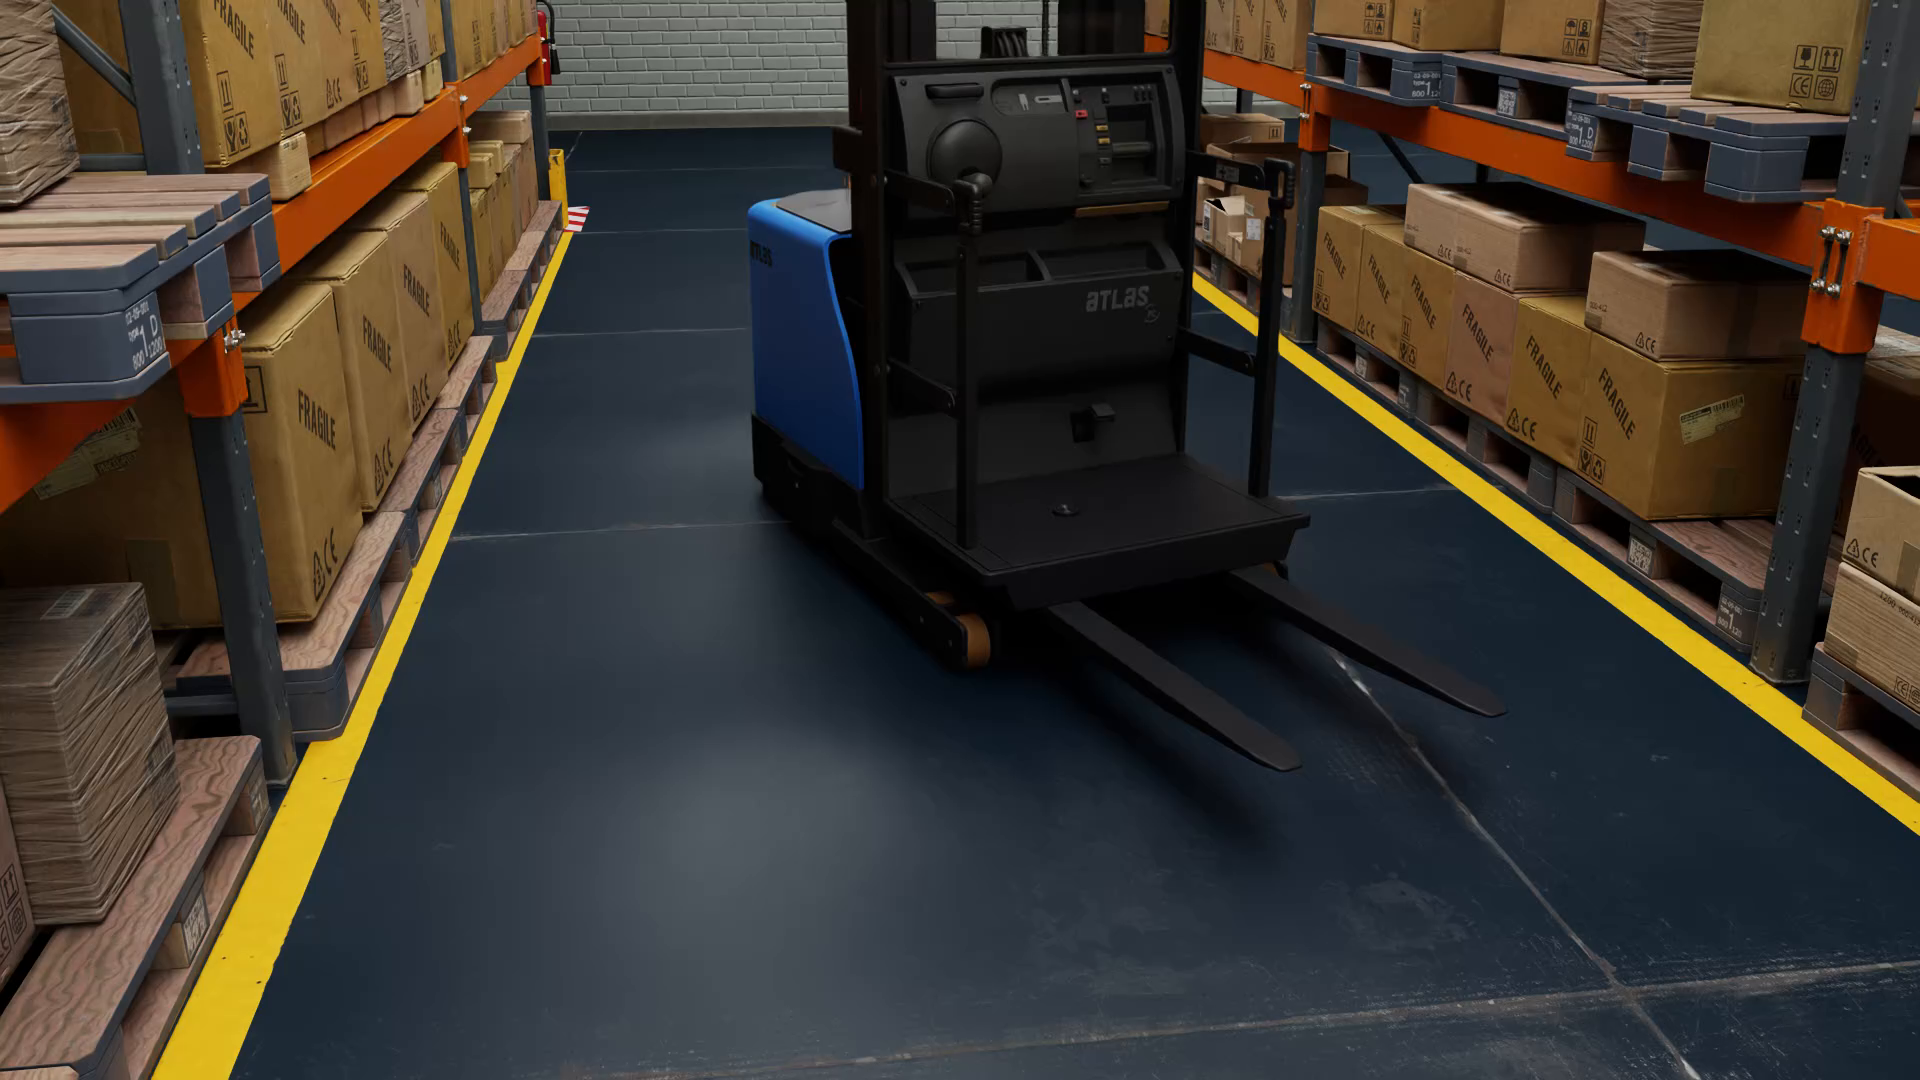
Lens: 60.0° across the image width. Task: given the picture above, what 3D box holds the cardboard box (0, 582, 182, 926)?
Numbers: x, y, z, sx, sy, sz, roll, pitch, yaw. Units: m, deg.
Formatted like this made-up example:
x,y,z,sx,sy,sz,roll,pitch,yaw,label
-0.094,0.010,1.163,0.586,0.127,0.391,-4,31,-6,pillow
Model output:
x,y,z,sx,sy,sz,roll,pitch,yaw,label
-2.000,0.421,3.247,0.700,0.500,0.500,-3,21,-7,cardboard box

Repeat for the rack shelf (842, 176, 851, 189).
x,y,z,sx,sy,sz,roll,pitch,yaw,label
-0.326,-1.323,6.419,0.258,0.148,0.480,-1,21,-3,rack shelf

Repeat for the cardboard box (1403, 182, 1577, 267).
x,y,z,sx,sy,sz,roll,pitch,yaw,label
2.142,-1.287,6.748,0.500,0.250,0.500,-3,21,-8,cardboard box

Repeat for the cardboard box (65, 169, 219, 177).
x,y,z,sx,sy,sz,roll,pitch,yaw,label
-1.974,-0.808,3.924,0.380,0.149,0.250,-3,21,-9,cardboard box

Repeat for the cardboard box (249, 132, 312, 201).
x,y,z,sx,sy,sz,roll,pitch,yaw,label
-1.956,-0.992,4.416,0.380,0.149,0.250,-2,21,-6,cardboard box

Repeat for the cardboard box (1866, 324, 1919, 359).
x,y,z,sx,sy,sz,roll,pitch,yaw,label
2.882,-0.430,5.525,0.500,0.500,0.500,-4,21,-10,cardboard box

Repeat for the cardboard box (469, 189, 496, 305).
x,y,z,sx,sy,sz,roll,pitch,yaw,label
-2.738,-1.466,8.326,0.700,0.500,0.500,-3,21,-7,cardboard box

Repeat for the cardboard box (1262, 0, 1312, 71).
x,y,z,sx,sy,sz,roll,pitch,yaw,label
1.844,-2.634,8.339,0.500,0.500,0.500,-3,21,-7,cardboard box

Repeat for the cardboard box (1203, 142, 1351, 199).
x,y,z,sx,sy,sz,roll,pitch,yaw,label
1.894,-2.114,10.028,0.797,0.503,0.637,-3,21,-8,cardboard box

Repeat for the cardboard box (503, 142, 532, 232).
x,y,z,sx,sy,sz,roll,pitch,yaw,label
-3.036,-2.176,10.228,0.700,0.500,0.500,-3,21,-8,cardboard box

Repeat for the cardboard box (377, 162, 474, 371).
x,y,z,sx,sy,sz,roll,pitch,yaw,label
-2.510,-1.147,6.973,0.750,0.750,0.750,-3,21,-7,cardboard box

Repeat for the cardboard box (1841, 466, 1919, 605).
x,y,z,sx,sy,sz,roll,pitch,yaw,label
2.531,-0.017,4.004,0.500,0.311,0.500,-2,21,-6,cardboard box

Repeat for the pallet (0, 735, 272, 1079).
x,y,z,sx,sy,sz,roll,pitch,yaw,label
-2.044,0.786,3.310,1.003,0.211,1.213,-3,21,-8,pallet

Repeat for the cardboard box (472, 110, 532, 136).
x,y,z,sx,sy,sz,roll,pitch,yaw,label
-2.910,-2.618,10.484,0.380,0.149,0.250,-3,21,-8,cardboard box

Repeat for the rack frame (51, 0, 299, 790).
x,y,z,sx,sy,sz,roll,pitch,yaw,label
-2.155,-0.791,3.547,1.000,3.000,0.127,-3,21,-8,rack frame

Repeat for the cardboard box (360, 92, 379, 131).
x,y,z,sx,sy,sz,roll,pitch,yaw,label
-2.263,-1.523,5.837,0.380,0.149,0.250,-3,21,-9,cardboard box

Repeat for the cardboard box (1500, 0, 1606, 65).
x,y,z,sx,sy,sz,roll,pitch,yaw,label
2.485,-2.062,6.207,0.700,0.500,0.500,-8,22,-21,cardboard box

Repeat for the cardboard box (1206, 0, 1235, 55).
x,y,z,sx,sy,sz,roll,pitch,yaw,label
1.692,-2.990,9.292,0.500,0.500,0.500,-2,21,-7,cardboard box

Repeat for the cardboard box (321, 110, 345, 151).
x,y,z,sx,sy,sz,roll,pitch,yaw,label
-2.205,-1.339,5.344,0.380,0.149,0.250,-3,21,-7,cardboard box

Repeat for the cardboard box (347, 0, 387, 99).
x,y,z,sx,sy,sz,roll,pitch,yaw,label
-2.192,-1.701,5.387,0.500,0.500,0.500,-2,21,-6,cardboard box

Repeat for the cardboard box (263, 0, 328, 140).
x,y,z,sx,sy,sz,roll,pitch,yaw,label
-2.038,-1.349,4.446,0.500,0.500,0.500,-2,21,-6,cardboard box

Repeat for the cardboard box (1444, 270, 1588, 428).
x,y,z,sx,sy,sz,roll,pitch,yaw,label
2.223,-0.750,6.380,0.500,0.500,0.500,-4,21,-10,cardboard box

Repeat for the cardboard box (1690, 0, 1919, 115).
x,y,z,sx,sy,sz,roll,pitch,yaw,label
2.544,-1.498,4.697,0.700,0.500,0.500,-10,23,-26,cardboard box

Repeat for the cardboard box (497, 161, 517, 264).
x,y,z,sx,sy,sz,roll,pitch,yaw,label
-2.879,-1.818,9.268,0.700,0.500,0.500,-2,21,-6,cardboard box

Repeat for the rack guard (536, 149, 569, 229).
x,y,z,sx,sy,sz,roll,pitch,yaw,label
-3.312,-2.398,11.423,1.175,0.500,0.348,-3,21,-8,rack guard

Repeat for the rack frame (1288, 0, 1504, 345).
x,y,z,sx,sy,sz,roll,pitch,yaw,label
2.170,-2.427,7.927,1.000,3.000,0.127,-3,21,-8,rack frame

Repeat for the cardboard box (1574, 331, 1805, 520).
x,y,z,sx,sy,sz,roll,pitch,yaw,label
2.379,-0.389,5.415,0.500,0.500,0.500,-2,21,-6,cardboard box

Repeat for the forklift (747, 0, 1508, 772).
x,y,z,sx,sy,sz,roll,pitch,yaw,label
0.343,-1.177,4.677,1.130,2.935,3.031,-10,23,-25,forklift

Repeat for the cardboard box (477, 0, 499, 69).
x,y,z,sx,sy,sz,roll,pitch,yaw,label
-2.894,-2.758,8.385,0.980,0.700,0.700,-3,21,-9,cardboard box

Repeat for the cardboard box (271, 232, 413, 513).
x,y,z,sx,sy,sz,roll,pitch,yaw,label
-2.251,-0.546,5.362,0.750,0.750,0.750,-3,21,-8,cardboard box

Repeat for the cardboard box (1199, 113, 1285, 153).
x,y,z,sx,sy,sz,roll,pitch,yaw,label
1.915,-2.671,11.525,0.500,0.500,0.500,-3,21,-8,cardboard box

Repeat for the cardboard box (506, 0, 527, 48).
x,y,z,sx,sy,sz,roll,pitch,yaw,label
-3.109,-3.274,9.766,0.980,0.700,0.700,-3,21,-8,cardboard box

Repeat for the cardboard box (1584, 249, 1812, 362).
x,y,z,sx,sy,sz,roll,pitch,yaw,label
2.367,-0.760,5.335,0.500,0.250,0.500,-2,21,-6,cardboard box

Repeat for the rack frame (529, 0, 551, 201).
x,y,z,sx,sy,sz,roll,pitch,yaw,label
-3.308,-3.561,10.963,1.000,3.000,0.127,-3,21,-8,rack frame

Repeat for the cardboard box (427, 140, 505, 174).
x,y,z,sx,sy,sz,roll,pitch,yaw,label
-2.682,-2.078,9.038,0.380,0.149,0.250,-4,21,-9,cardboard box

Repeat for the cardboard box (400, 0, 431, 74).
x,y,z,sx,sy,sz,roll,pitch,yaw,label
-2.333,-2.048,6.317,0.500,0.500,0.500,-3,21,-7,cardboard box

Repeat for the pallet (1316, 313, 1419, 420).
x,y,z,sx,sy,sz,roll,pitch,yaw,label
2.324,-0.841,7.666,1.003,0.211,1.213,-3,21,-8,pallet

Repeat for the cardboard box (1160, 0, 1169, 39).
x,y,z,sx,sy,sz,roll,pitch,yaw,label
1.545,-3.340,10.228,0.500,0.500,0.500,-3,21,-8,cardboard box

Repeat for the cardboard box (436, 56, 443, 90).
x,y,z,sx,sy,sz,roll,pitch,yaw,label
-2.403,-1.965,7.020,0.380,0.149,0.250,-3,21,-7,cardboard box

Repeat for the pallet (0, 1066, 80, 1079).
x,y,z,sx,sy,sz,roll,pitch,yaw,label
-1.872,1.207,2.182,1.003,0.211,1.213,-3,21,-8,pallet

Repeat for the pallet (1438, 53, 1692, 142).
x,y,z,sx,sy,sz,roll,pitch,yaw,label
2.461,-1.625,6.055,1.003,0.211,1.213,-3,21,-8,pallet

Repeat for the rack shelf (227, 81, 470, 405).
x,y,z,sx,sy,sz,roll,pitch,yaw,label
-2.444,-1.146,5.527,1.077,0.370,4.000,-3,21,-8,rack shelf

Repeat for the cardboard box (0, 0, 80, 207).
x,y,z,sx,sy,sz,roll,pitch,yaw,label
-2.078,-0.882,3.018,0.700,0.500,0.500,-5,21,-14,cardboard box

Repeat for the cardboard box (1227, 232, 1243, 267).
x,y,z,sx,sy,sz,roll,pitch,yaw,label
1.693,-1.607,9.179,0.380,0.149,0.250,-3,21,-8,cardboard box

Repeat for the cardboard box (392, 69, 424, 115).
x,y,z,sx,sy,sz,roll,pitch,yaw,label
-2.254,-1.698,6.306,0.380,0.149,0.250,-3,21,-8,cardboard box

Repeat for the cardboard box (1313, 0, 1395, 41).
x,y,z,sx,sy,sz,roll,pitch,yaw,label
2.016,-2.495,7.367,0.700,0.500,0.500,-10,23,-26,cardboard box

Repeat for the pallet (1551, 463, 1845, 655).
x,y,z,sx,sy,sz,roll,pitch,yaw,label
2.676,0.004,5.405,1.003,0.211,1.213,-3,21,-8,pallet

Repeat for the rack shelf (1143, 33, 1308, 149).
x,y,z,sx,sy,sz,roll,pitch,yaw,label
1.881,-2.783,9.907,1.077,0.370,4.000,-3,21,-8,rack shelf

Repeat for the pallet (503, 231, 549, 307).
x,y,z,sx,sy,sz,roll,pitch,yaw,label
-2.943,-1.560,9.592,1.003,0.211,1.213,-3,21,-8,pallet

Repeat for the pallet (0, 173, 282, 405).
x,y,z,sx,sy,sz,roll,pitch,yaw,label
-1.947,-0.460,2.934,1.213,0.211,1.003,-3,21,-8,pallet

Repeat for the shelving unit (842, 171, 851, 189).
x,y,z,sx,sy,sz,roll,pitch,yaw,label
-0.326,-0.954,6.557,0.258,1.200,0.503,-1,21,-3,shelving unit

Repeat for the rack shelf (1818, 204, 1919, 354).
x,y,z,sx,sy,sz,roll,pitch,yaw,label
3.034,-0.013,2.491,1.077,0.370,4.000,-3,21,-8,rack shelf

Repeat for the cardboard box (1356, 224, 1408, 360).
x,y,z,sx,sy,sz,roll,pitch,yaw,label
2.086,-1.098,7.314,0.500,0.500,0.500,-3,21,-7,cardboard box

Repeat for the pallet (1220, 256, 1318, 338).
x,y,z,sx,sy,sz,roll,pitch,yaw,label
2.071,-1.359,9.052,1.003,0.211,1.213,-3,21,-8,pallet

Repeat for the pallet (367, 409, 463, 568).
x,y,z,sx,sy,sz,roll,pitch,yaw,label
-2.367,-0.183,5.904,1.003,0.211,1.213,-3,21,-8,pallet
